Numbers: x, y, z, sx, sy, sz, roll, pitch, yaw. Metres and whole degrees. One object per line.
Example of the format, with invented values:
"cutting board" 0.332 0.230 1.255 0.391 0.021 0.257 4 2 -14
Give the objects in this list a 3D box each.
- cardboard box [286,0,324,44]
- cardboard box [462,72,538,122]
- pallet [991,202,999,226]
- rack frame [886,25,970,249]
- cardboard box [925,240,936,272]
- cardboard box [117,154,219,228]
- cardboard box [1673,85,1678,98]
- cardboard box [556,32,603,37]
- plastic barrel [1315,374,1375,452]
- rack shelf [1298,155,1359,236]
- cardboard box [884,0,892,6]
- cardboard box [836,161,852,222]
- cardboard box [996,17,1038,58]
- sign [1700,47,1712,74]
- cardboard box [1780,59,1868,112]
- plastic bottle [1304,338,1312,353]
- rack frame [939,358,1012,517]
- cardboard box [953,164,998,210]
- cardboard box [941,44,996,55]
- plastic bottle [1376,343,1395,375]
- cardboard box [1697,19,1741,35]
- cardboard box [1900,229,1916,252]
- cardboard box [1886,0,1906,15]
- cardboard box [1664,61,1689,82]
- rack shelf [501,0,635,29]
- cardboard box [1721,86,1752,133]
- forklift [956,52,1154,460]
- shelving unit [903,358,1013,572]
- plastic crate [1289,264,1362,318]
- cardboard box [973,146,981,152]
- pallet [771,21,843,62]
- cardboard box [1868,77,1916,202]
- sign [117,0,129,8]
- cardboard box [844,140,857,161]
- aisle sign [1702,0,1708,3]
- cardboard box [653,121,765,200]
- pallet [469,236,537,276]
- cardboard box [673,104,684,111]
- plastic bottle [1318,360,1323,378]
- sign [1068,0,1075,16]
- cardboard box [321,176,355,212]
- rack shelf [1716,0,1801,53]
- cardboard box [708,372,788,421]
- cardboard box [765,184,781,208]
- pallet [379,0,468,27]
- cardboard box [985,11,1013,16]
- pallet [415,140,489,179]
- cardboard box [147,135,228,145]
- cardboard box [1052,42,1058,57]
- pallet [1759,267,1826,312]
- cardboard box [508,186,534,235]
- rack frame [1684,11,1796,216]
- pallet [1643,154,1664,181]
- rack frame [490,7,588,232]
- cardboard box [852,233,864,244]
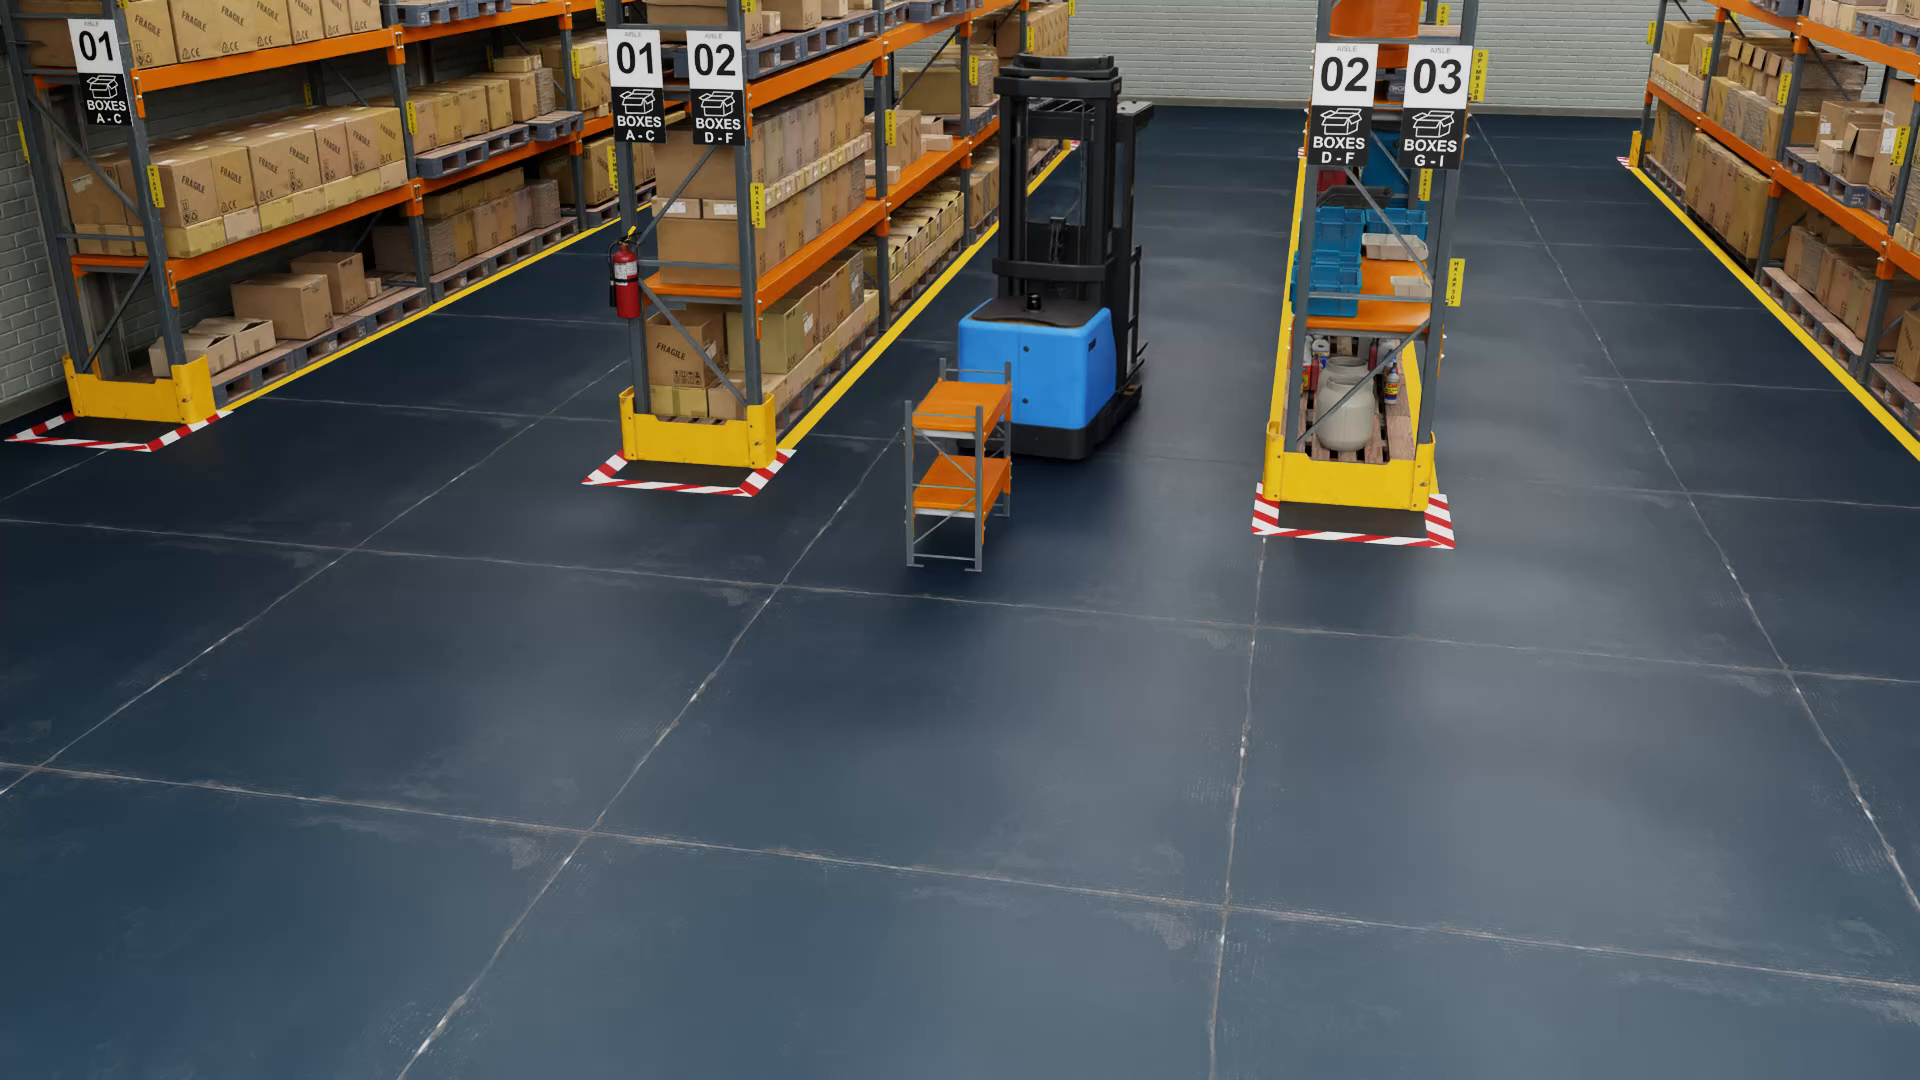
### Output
"cardboard box" -6.105 -4.741 14.934 0.500 0.500 0.500 4 22 9
"cardboard box" -5.409 -5.221 19.579 0.700 0.500 0.500 2 22 6
"pallet" 0.055 -4.395 21.984 1.003 0.211 1.213 4 22 11
"rack frame" -0.386 -4.973 19.687 1.000 3.000 0.127 4 22 11
"cardboard box" -0.564 -3.121 18.206 0.500 0.250 0.500 5 22 12
"cardboard box" -6.477 -2.863 13.618 0.500 0.500 0.500 4 22 11
"cardboard box" 10.184 -6.263 23.225 0.380 0.149 0.250 5 22 12
"cardboard box" -5.077 -6.640 22.262 0.500 0.250 0.500 4 22 10
"plastic barrel" 2.890 -0.956 12.480 0.421 0.512 0.421 0 22 0
"rack shelf" 4.055 -3.529 17.065 1.077 0.370 4.000 4 22 11
"cardboard box" -0.957 -5.453 16.501 0.500 0.250 0.500 2 22 6
"cardboard box" -1.388 -3.201 15.152 0.700 0.500 0.500 4 22 10
"cardboard box" 0.802 -7.097 23.489 0.500 0.500 0.500 5 22 12
"sign" 9.584 -6.160 21.368 0.100 0.325 0.005 4 22 11
"cardboard box" 9.477 -4.995 18.264 0.797 0.503 0.637 5 23 13
"plastic bottle" 2.912 -1.551 14.146 0.144 0.351 0.185 5 23 13
"rack frame" 0.105 -0.710 11.611 0.500 1.125 0.032 4 22 11
"cardboard box" 0.196 -4.538 21.362 0.500 0.500 0.500 4 22 10
"cardboard box" 0.115 -6.521 22.835 0.700 0.500 0.500 -3 22 -7
"plastic bottle" 3.655 -1.567 14.287 0.152 0.276 0.135 5 22 12
"cardboard box" 11.102 -7.361 24.414 0.500 0.500 0.500 5 22 12
"cardboard box" 8.093 -2.491 13.861 0.380 0.149 0.250 4 22 11
"cardboard box" 8.780 -4.925 15.303 0.380 0.166 0.250 4 22 9
"cardboard box" 10.376 -6.682 23.732 0.500 0.250 0.500 4 22 9
"rack shelf" -4.828 -7.139 22.012 1.077 0.370 4.000 4 22 11
"cardboard box" 9.585 -5.210 20.141 0.500 0.500 0.500 4 22 10
"forklift" 0.923 -2.493 13.621 1.130 2.935 3.031 7 23 17
"shelving unit" 0.001 -0.524 11.150 0.538 1.125 1.048 4 22 11
"plastic crate" 2.640 -1.806 12.021 0.499 0.251 0.616 4 22 11
"cardboard box" -0.005 -5.127 22.825 0.500 0.500 0.500 5 22 12
"pallet" -1.602 -4.102 13.627 1.003 0.211 1.213 4 22 11
"cardboard box" 8.794 -3.507 14.681 1.000 1.000 1.000 5 22 11
"sign" -6.337 -4.179 12.531 0.100 0.325 0.005 4 22 11
"cardboard box" -1.151 -3.556 15.165 0.380 0.149 0.250 4 22 9
"aisle sign" 11.252 -8.352 24.597 0.394 0.787 0.004 4 22 11
"cardboard box" -1.899 -2.885 12.631 0.700 0.500 0.500 5 22 11
"pallet" -5.648 -3.326 19.329 1.003 0.211 1.213 4 22 11
"cardboard box" -4.232 -6.666 25.805 0.380 0.149 0.250 4 22 9
"plastic bottle" 3.008 -1.418 14.016 0.097 0.201 0.097 0 22 0
"sign" 1.786 -8.533 26.553 0.100 0.325 0.005 4 22 11
"cardboard box" -6.049 -3.263 15.616 0.500 0.250 0.500 4 22 11
"rack shelf" 9.720 -6.006 19.199 1.077 0.370 4.000 4 22 11
"cardboard box" -1.691 -1.146 13.303 0.500 0.250 0.500 4 22 11
"cardboard box" -1.624 -2.710 13.065 0.380 0.149 0.250 5 22 11
"pallet" -5.822 -5.409 17.004 1.213 0.211 1.003 4 22 11
"cardboard box" 0.485 -7.523 24.546 0.500 0.500 0.500 5 22 11
"pallet" -5.754 -4.066 17.692 1.003 0.211 1.213 4 22 11
"cardboard box" -6.767 -3.273 14.635 0.500 0.500 0.500 4 22 9
"cardboard box" 1.212 -7.389 25.551 0.500 0.500 0.500 5 22 11
"pallet" 9.151 -2.638 17.621 1.003 0.211 1.213 4 22 11
"cardboard box" -5.551 -3.947 19.897 0.700 0.500 0.500 4 22 11
"rack frame" 10.128 -5.680 21.441 1.000 3.000 0.127 4 22 11
"pallet" 10.857 -5.551 24.854 1.003 0.211 1.213 4 22 11
"rack frame" -5.236 -5.350 20.622 1.000 3.000 0.127 4 22 11
"cardboard box" -1.300 -3.051 17.281 0.500 0.311 0.500 5 22 12
